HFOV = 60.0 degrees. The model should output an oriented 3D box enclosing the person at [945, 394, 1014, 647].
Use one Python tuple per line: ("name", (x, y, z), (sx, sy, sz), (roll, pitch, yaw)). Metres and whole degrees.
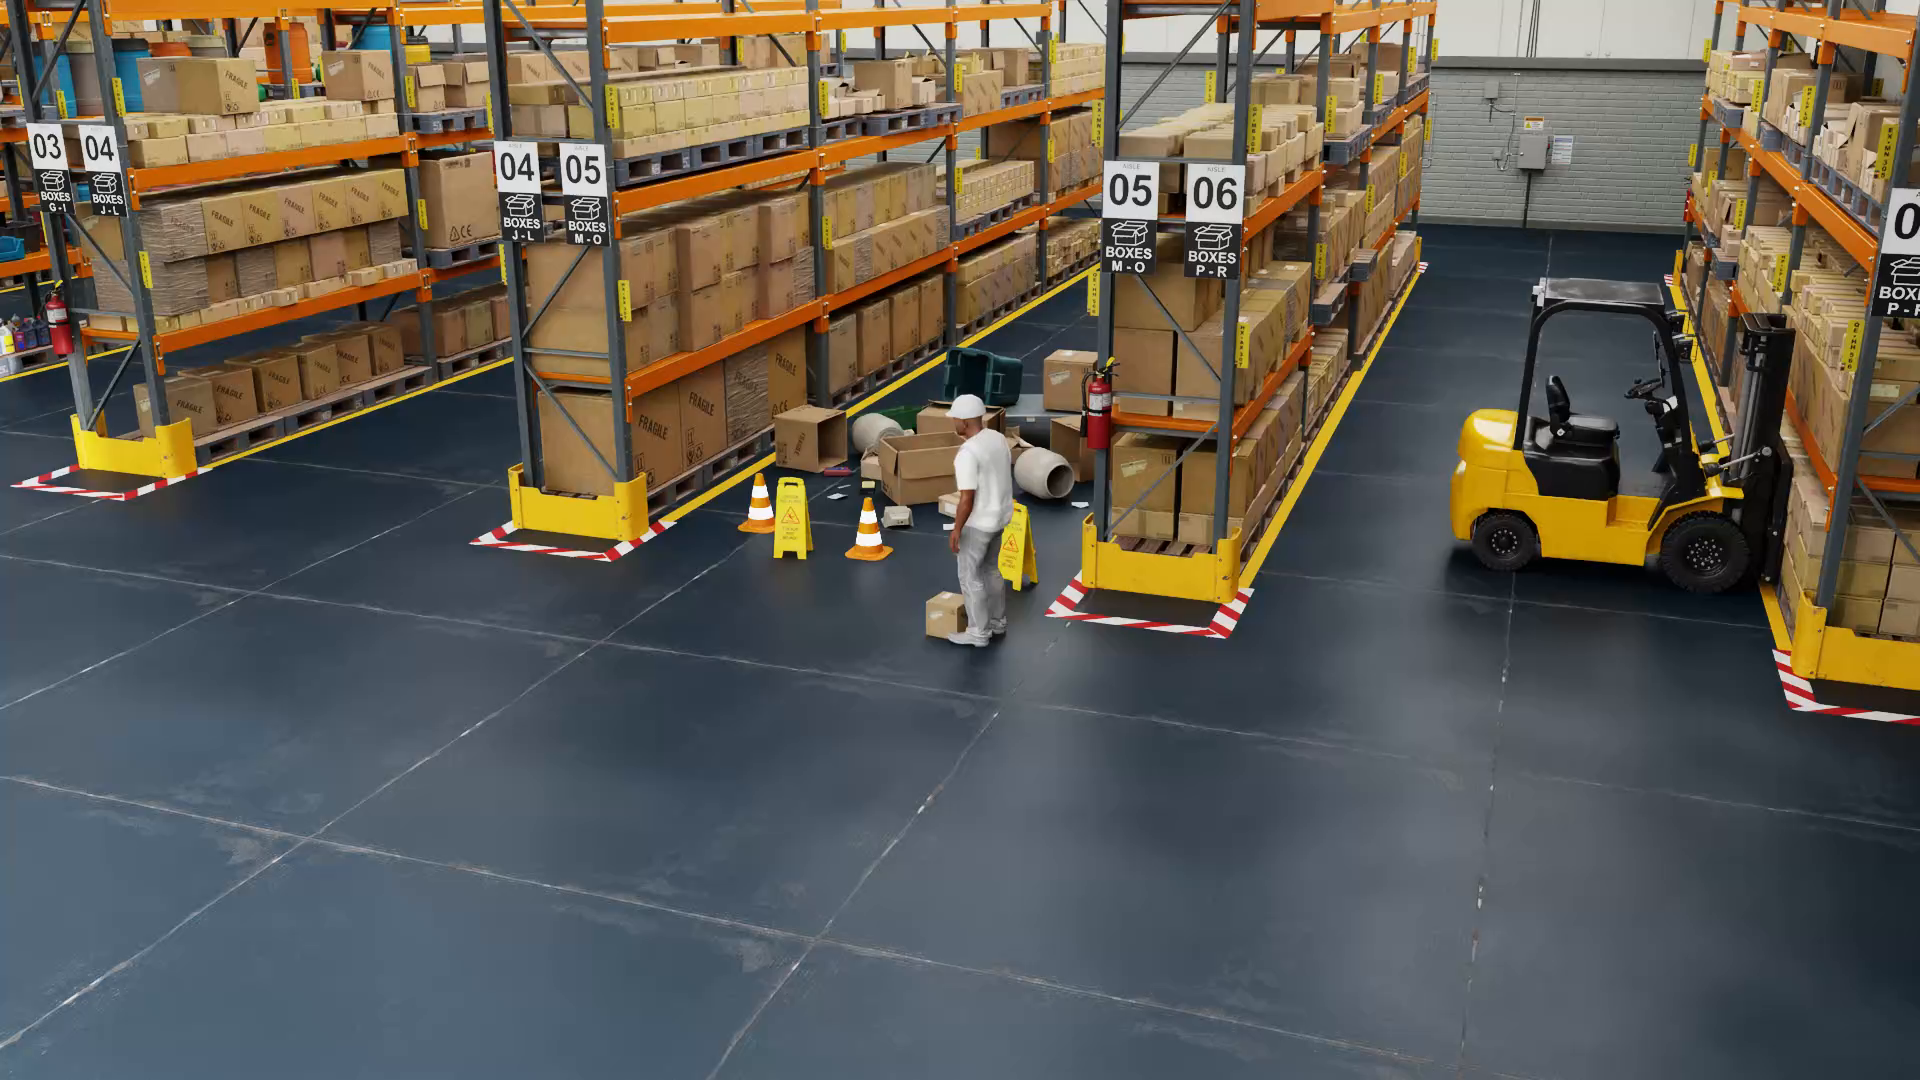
("person", (0.123, -0.142, 11.456), (0.460, 1.761, 0.637), (10, 21, 28))
